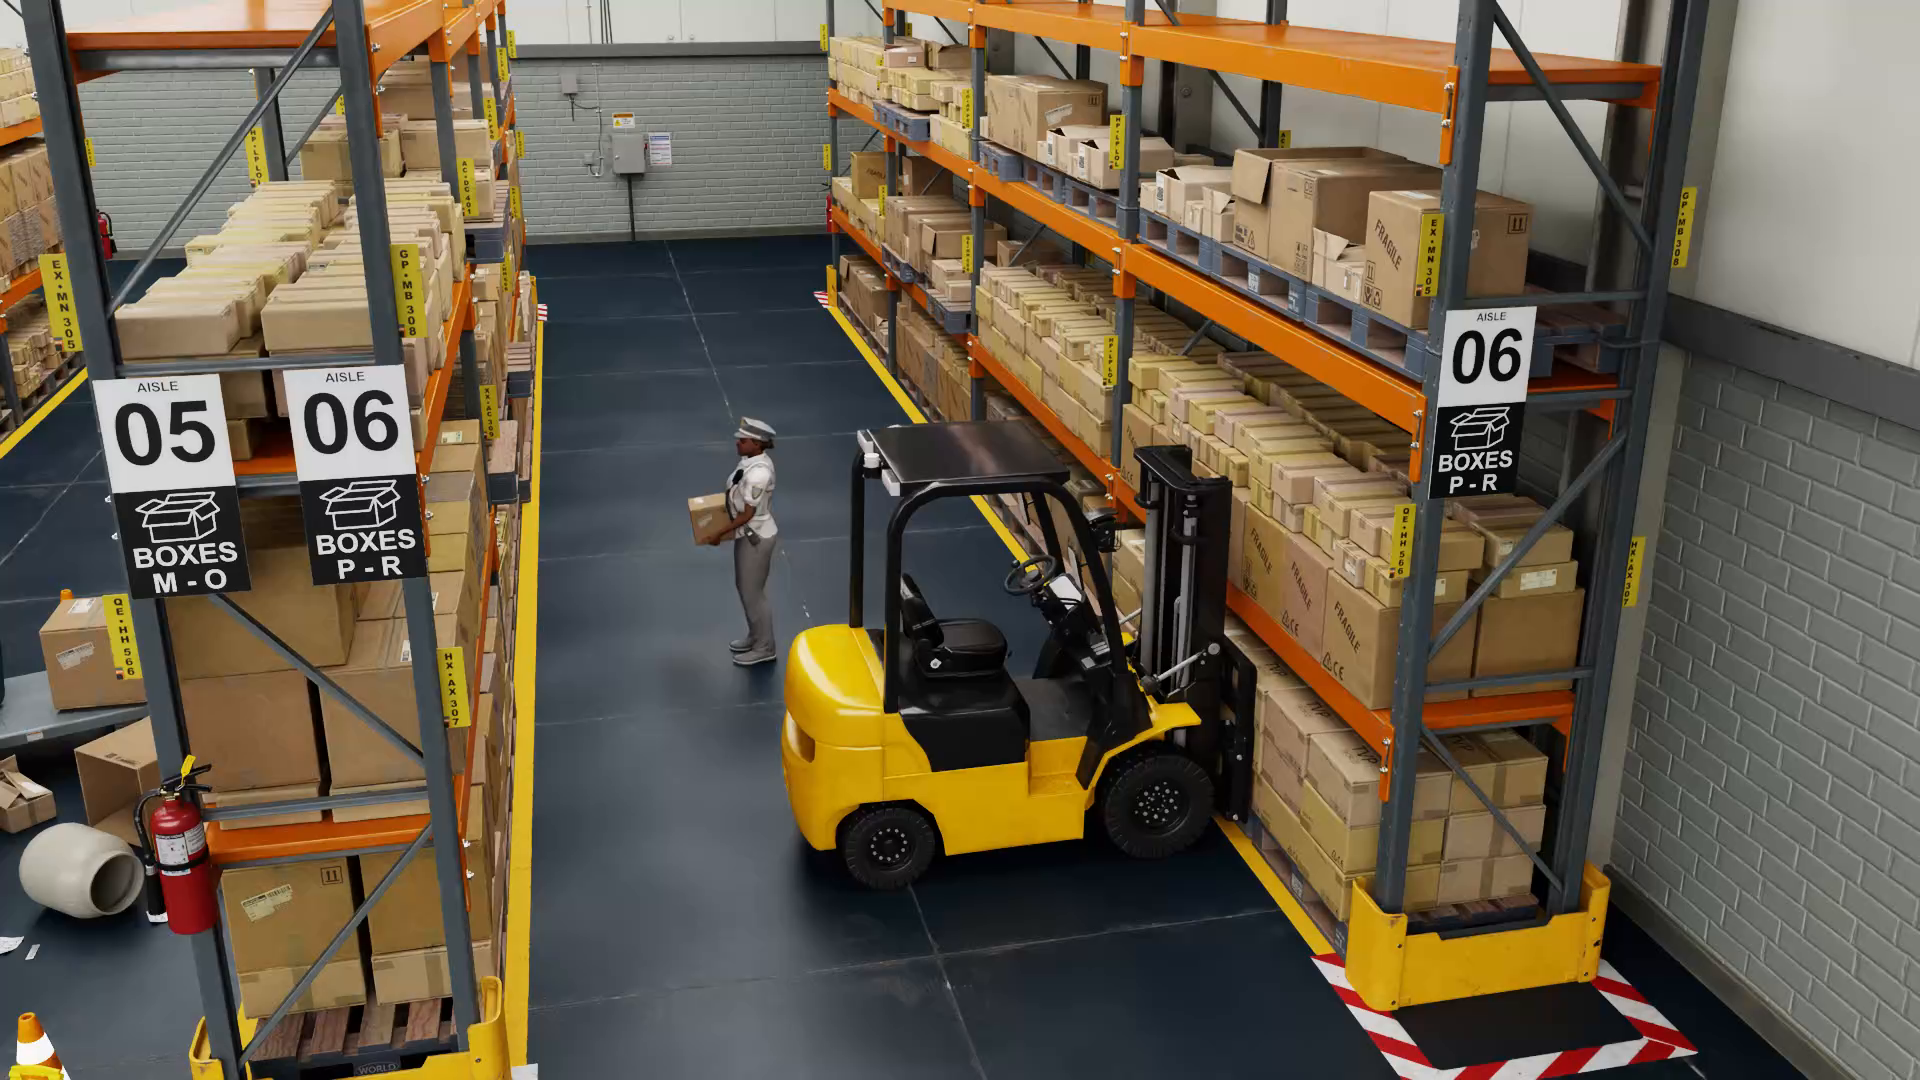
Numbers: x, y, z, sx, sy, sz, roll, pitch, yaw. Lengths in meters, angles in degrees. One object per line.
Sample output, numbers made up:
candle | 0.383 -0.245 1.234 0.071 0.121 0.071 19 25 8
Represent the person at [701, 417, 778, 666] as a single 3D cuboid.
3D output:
person | -1.463 -0.007 11.057 0.527 1.689 0.451 -4 20 -12
